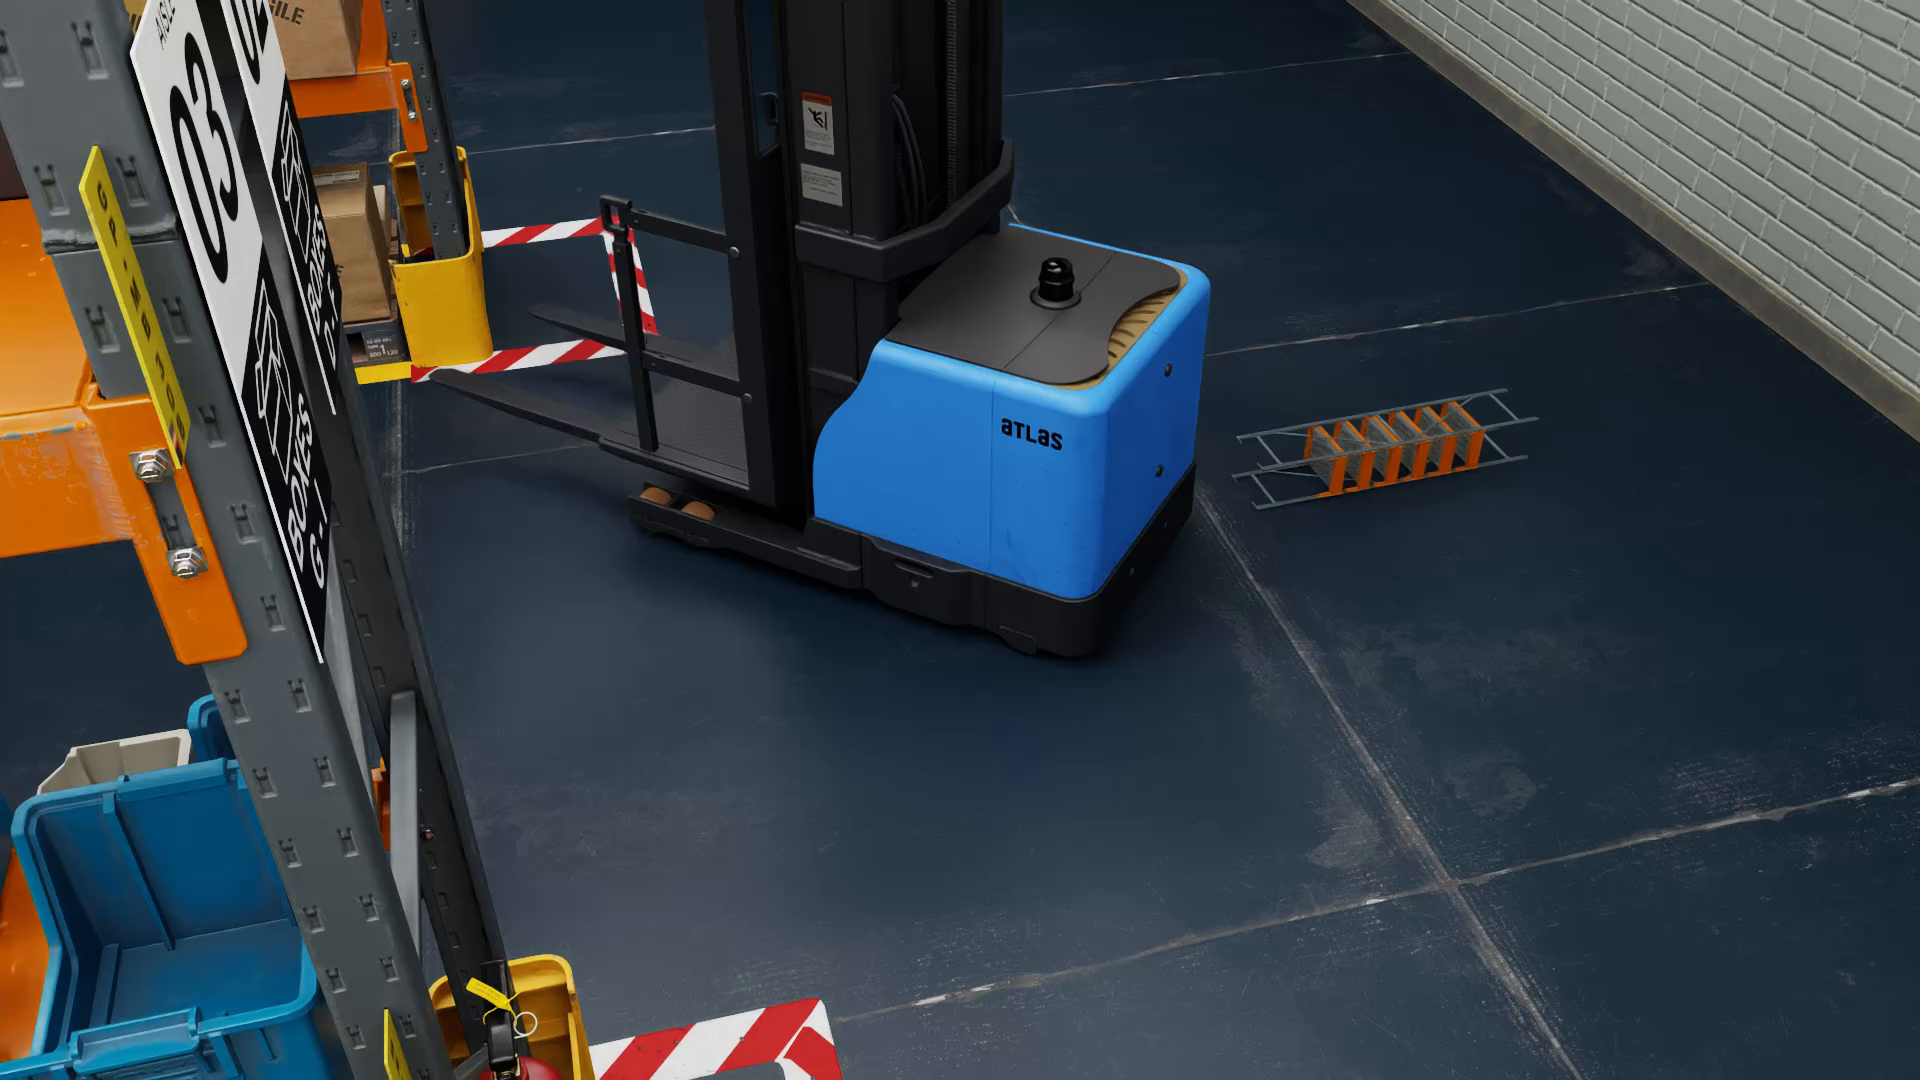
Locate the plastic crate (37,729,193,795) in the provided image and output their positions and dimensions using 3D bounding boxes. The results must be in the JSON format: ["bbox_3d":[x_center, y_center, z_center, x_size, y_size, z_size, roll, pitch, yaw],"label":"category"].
[{"bbox_3d":[-1.654,0.527,3.260,0.298,0.136,0.250,-9,38,-12],"label":"plastic crate"}]

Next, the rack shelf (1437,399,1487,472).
[{"bbox_3d":[1.978,-0.422,6.643,0.103,0.180,0.258,-11,39,-14],"label":"rack shelf"}]

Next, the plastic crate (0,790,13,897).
[{"bbox_3d":[-1.959,0.591,3.097,0.300,0.233,0.416,-9,38,-12],"label":"plastic crate"}]

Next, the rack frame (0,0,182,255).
[{"bbox_3d":[-0.999,-1.785,1.177,0.127,3.000,1.000,-9,38,-12],"label":"rack frame"}]

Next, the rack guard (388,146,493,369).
[{"bbox_3d":[-2.360,-1.303,7.542,0.348,0.500,1.175,-9,38,-12],"label":"rack guard"}]

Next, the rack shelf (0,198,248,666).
[{"bbox_3d":[-2.930,0.009,1.892,4.000,0.370,1.077,-9,38,-12],"label":"rack shelf"}]

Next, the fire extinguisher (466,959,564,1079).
[{"bbox_3d":[-0.735,1.020,2.819,0.183,0.674,0.296,-9,38,-12],"label":"fire extinguisher"}]

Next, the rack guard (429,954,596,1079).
[{"bbox_3d":[-0.979,1.580,3.774,0.348,0.500,1.175,-9,38,-12],"label":"rack guard"}]

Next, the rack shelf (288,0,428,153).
[{"bbox_3d":[-4.217,-1.705,6.603,4.000,0.370,1.077,-9,38,-12],"label":"rack shelf"}]

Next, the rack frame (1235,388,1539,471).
[{"bbox_3d":[1.678,-0.438,6.511,1.200,0.006,0.240,-11,39,-14],"label":"rack frame"}]

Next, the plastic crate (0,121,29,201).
[{"bbox_3d":[-1.443,-0.644,2.262,0.590,0.269,0.497,-9,38,-12],"label":"plastic crate"}]

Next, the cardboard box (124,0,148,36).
[{"bbox_3d":[-3.148,-2.033,6.356,0.500,0.500,0.500,-9,38,-12],"label":"cardboard box"}]

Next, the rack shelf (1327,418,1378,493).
[{"bbox_3d":[1.521,-0.336,6.526,0.103,0.180,0.258,-11,39,-14],"label":"rack shelf"}]

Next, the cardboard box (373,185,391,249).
[{"bbox_3d":[-2.780,-1.486,7.708,0.250,0.149,0.380,-9,38,-12],"label":"cardboard box"}]

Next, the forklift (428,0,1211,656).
[{"bbox_3d":[-0.671,-1.403,5.672,3.031,2.935,1.130,18,41,22],"label":"forklift"}]

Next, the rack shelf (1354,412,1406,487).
[{"bbox_3d":[1.635,-0.357,6.555,0.103,0.180,0.258,-11,39,-14],"label":"rack shelf"}]

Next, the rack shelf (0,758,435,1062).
[{"bbox_3d":[-2.930,1.201,2.804,4.000,0.370,1.077,-9,38,-12],"label":"rack shelf"}]

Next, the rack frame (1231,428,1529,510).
[{"bbox_3d":[1.677,-0.292,6.622,1.200,0.006,0.240,-11,39,-14],"label":"rack frame"}]

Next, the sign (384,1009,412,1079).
[{"bbox_3d":[-0.840,0.853,2.531,0.005,0.325,0.100,-9,38,-12],"label":"sign"}]

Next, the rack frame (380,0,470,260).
[{"bbox_3d":[-2.287,-2.308,6.798,0.127,3.000,1.000,-9,38,-12],"label":"rack frame"}]

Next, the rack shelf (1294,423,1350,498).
[{"bbox_3d":[1.406,-0.314,6.497,0.103,0.180,0.258,-11,39,-14],"label":"rack shelf"}]

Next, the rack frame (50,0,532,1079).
[{"bbox_3d":[-0.999,0.598,2.999,0.127,3.000,1.000,-9,38,-12],"label":"rack frame"}]

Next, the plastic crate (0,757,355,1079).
[{"bbox_3d":[-1.273,0.723,2.758,0.499,0.435,0.616,-9,38,-12],"label":"plastic crate"}]

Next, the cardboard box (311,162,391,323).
[{"bbox_3d":[-2.747,-1.259,7.123,0.500,0.500,0.500,-9,38,-12],"label":"cardboard box"}]

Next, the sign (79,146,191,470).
[{"bbox_3d":[-0.840,-0.232,1.701,0.005,0.325,0.100,-9,38,-12],"label":"sign"}]

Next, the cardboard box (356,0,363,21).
[{"bbox_3d":[-2.784,-2.432,6.878,0.500,0.500,0.500,-9,38,-11],"label":"cardboard box"}]

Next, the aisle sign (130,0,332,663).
[{"bbox_3d":[-0.853,-0.274,2.000,0.004,0.787,0.394,-9,38,-12],"label":"aisle sign"}]

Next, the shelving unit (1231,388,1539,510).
[{"bbox_3d":[1.677,-0.365,6.566,1.200,0.189,0.258,-11,39,-14],"label":"shelving unit"}]

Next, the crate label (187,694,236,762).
[{"bbox_3d":[-1.323,0.487,3.233,0.303,0.233,0.416,-9,38,-12],"label":"crate label"}]

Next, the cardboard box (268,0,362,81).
[{"bbox_3d":[-2.648,-2.117,6.466,0.500,0.500,0.500,-8,38,-11],"label":"cardboard box"}]

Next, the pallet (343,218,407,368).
[{"bbox_3d":[-3.129,-1.061,7.464,1.213,0.211,1.003,-9,38,-12],"label":"pallet"}]

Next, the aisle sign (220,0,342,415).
[{"bbox_3d":[-1.007,-0.620,2.452,0.004,0.787,0.394,-9,38,-12],"label":"aisle sign"}]

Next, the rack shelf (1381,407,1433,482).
[{"bbox_3d":[1.749,-0.379,6.585,0.103,0.180,0.258,-11,39,-14],"label":"rack shelf"}]

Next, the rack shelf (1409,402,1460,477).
[{"bbox_3d":[1.864,-0.400,6.614,0.103,0.180,0.258,-11,39,-14],"label":"rack shelf"}]
